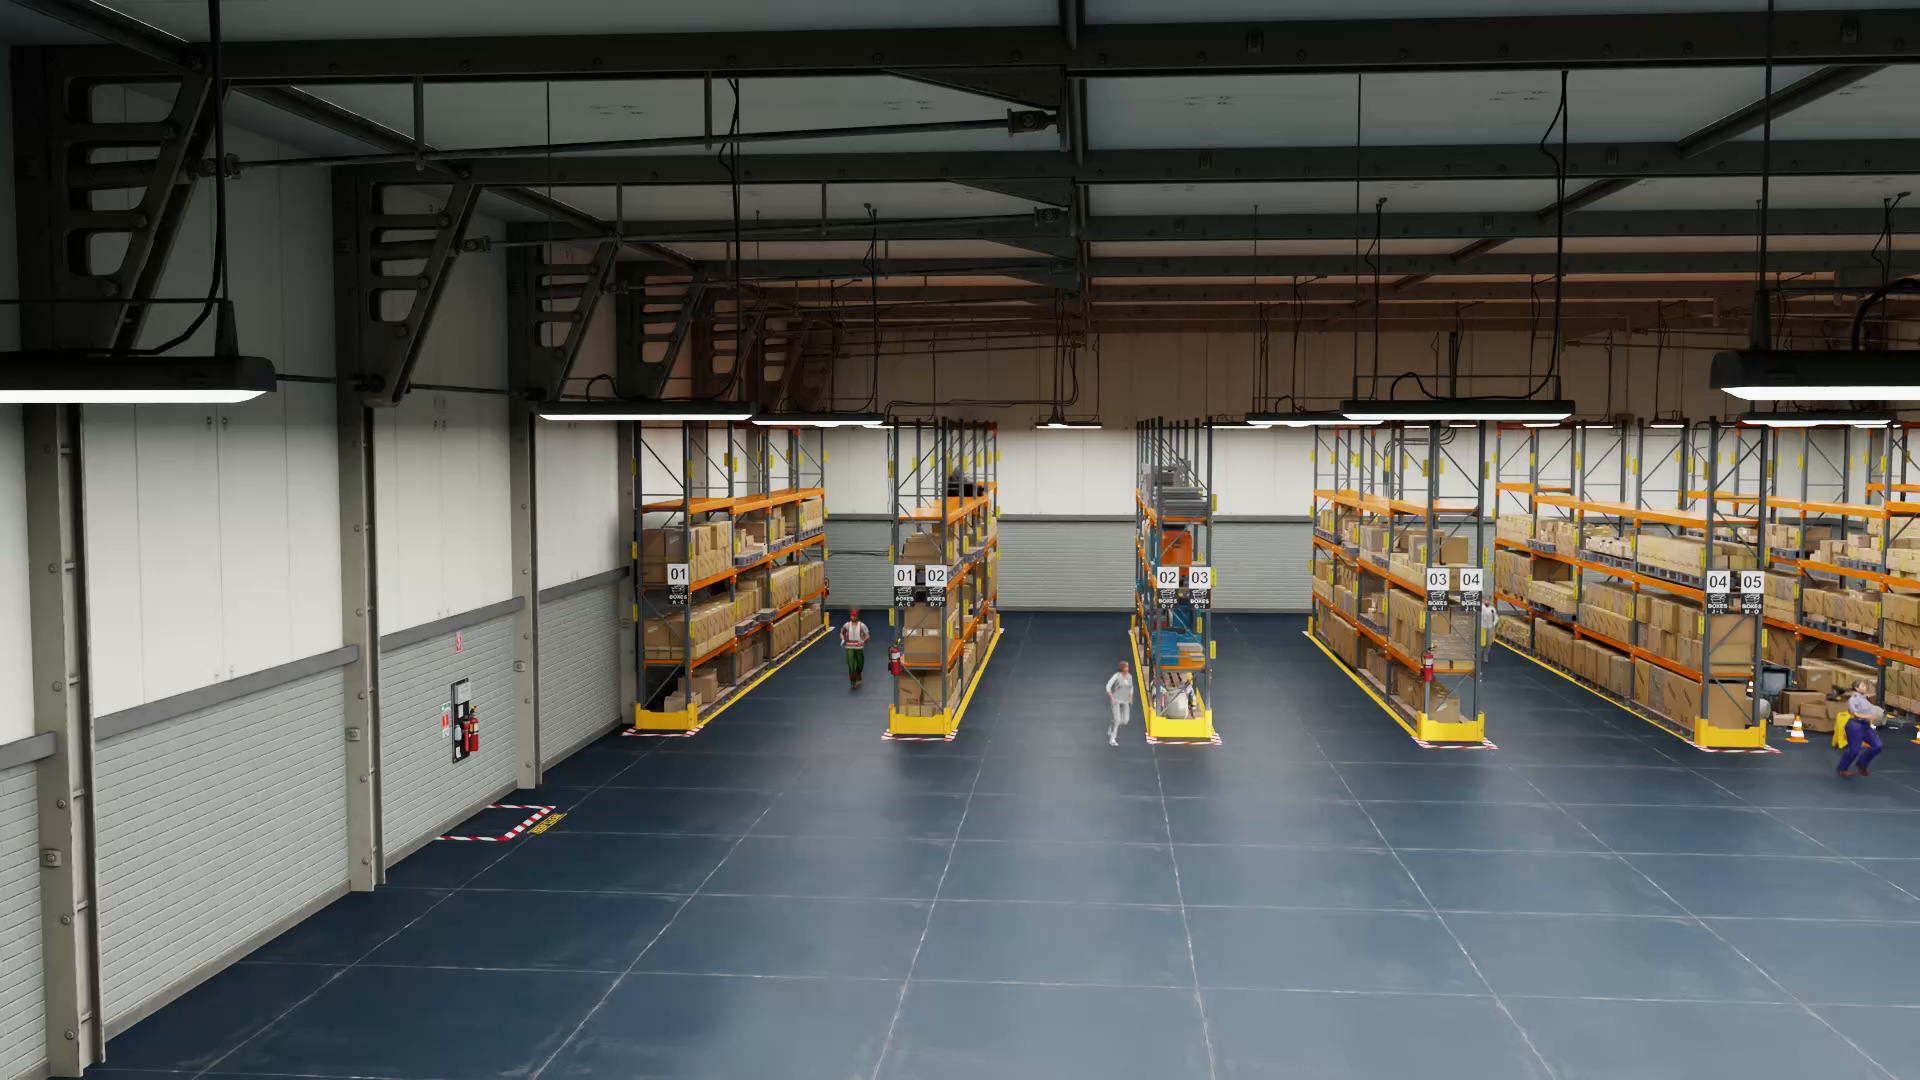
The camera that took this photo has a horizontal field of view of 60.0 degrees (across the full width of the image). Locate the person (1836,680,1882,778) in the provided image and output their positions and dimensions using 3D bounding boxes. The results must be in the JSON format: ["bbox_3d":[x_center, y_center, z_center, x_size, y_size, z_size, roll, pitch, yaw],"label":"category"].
[{"bbox_3d":[14.851,3.125,27.398,0.600,1.628,0.683,-3,5,-38],"label":"person"}]

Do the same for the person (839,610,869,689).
[{"bbox_3d":[-2.362,2.424,37.150,0.664,1.750,0.792,0,4,-4],"label":"person"}]

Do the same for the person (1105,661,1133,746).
[{"bbox_3d":[2.930,2.977,30.474,0.585,1.535,0.505,-2,4,-23],"label":"person"}]

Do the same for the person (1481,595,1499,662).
[{"bbox_3d":[13.155,2.196,41.561,0.624,1.659,0.551,0,4,6],"label":"person"}]
